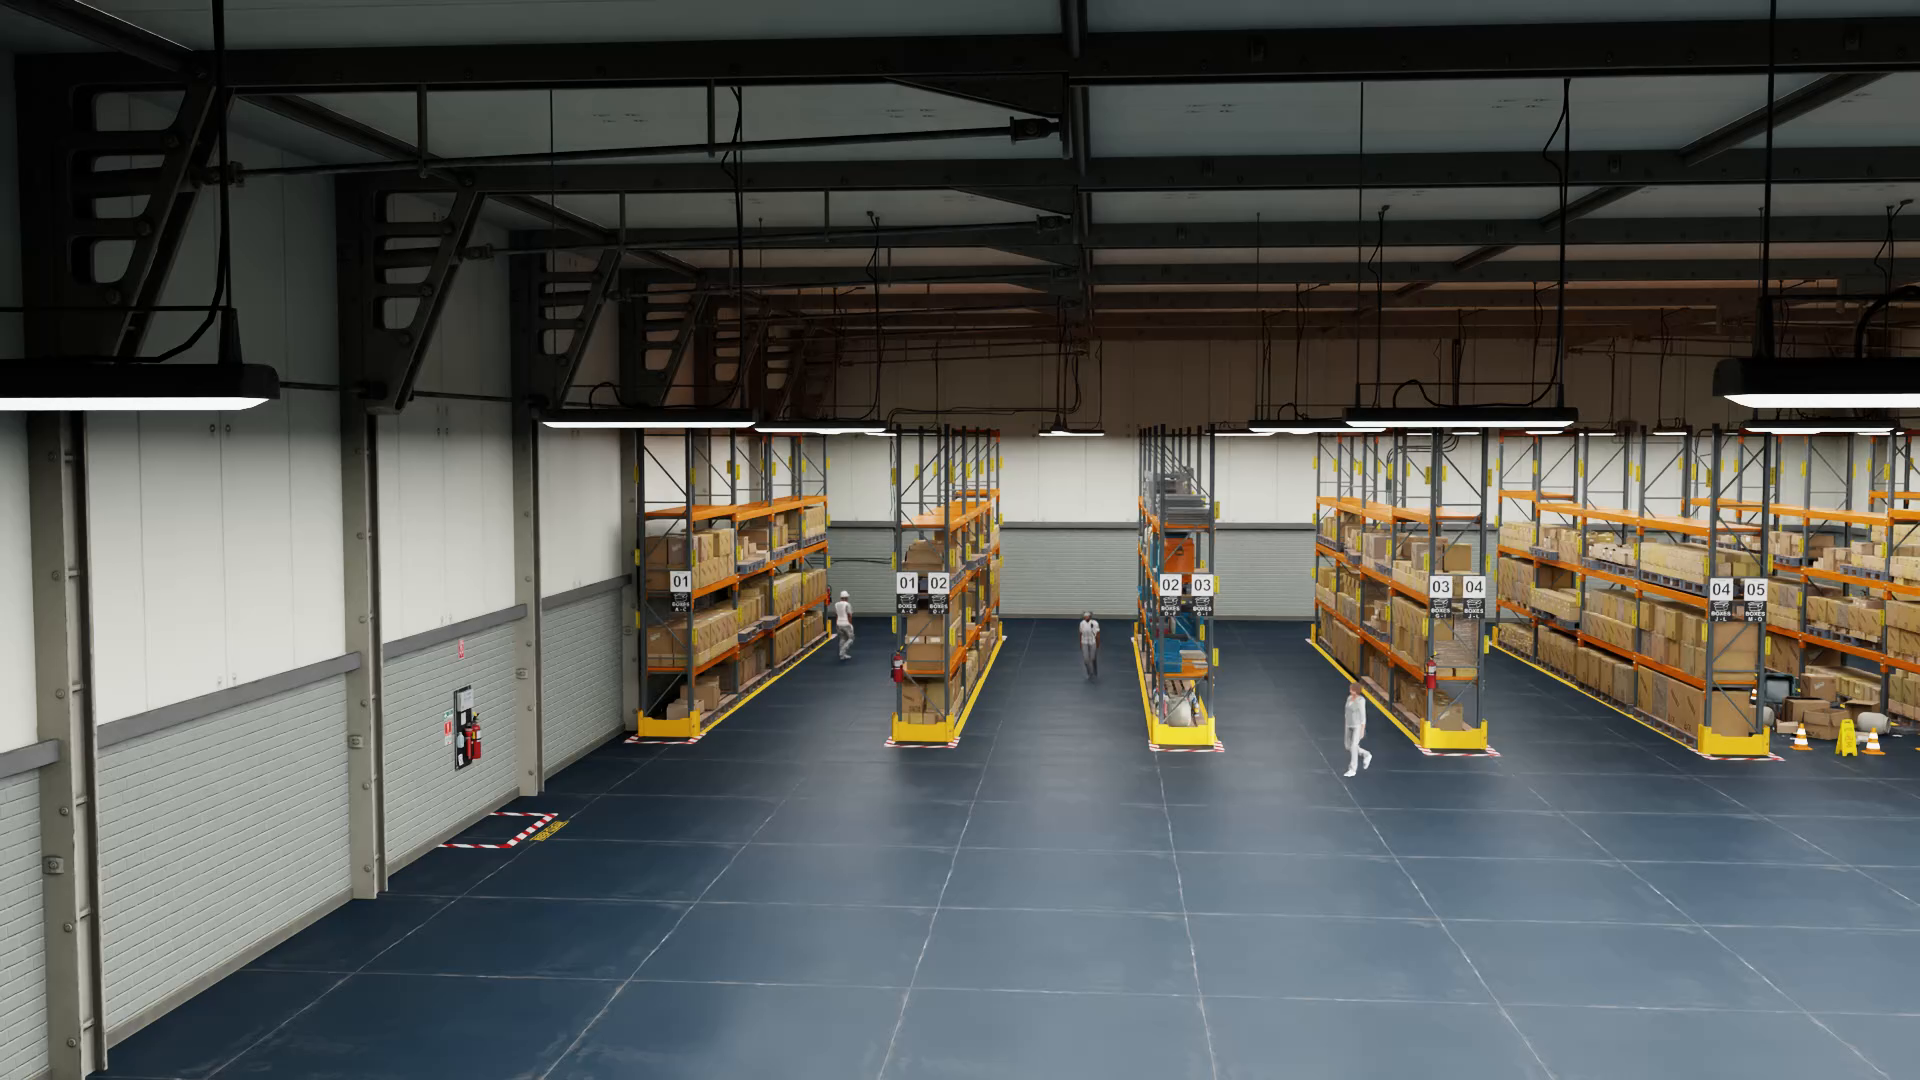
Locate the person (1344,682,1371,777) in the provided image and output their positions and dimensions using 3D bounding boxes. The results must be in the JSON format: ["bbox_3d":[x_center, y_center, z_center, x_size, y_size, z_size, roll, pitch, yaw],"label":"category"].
[{"bbox_3d":[6.750,3.197,28.312,0.694,1.584,0.469,-2,4,-28],"label":"person"}]

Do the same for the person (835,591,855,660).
[{"bbox_3d":[-3.018,2.218,43.045,0.501,1.787,0.596,-3,5,-45],"label":"person"}]

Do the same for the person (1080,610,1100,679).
[{"bbox_3d":[3.125,2.482,39.830,0.507,1.654,0.594,1,4,17],"label":"person"}]
